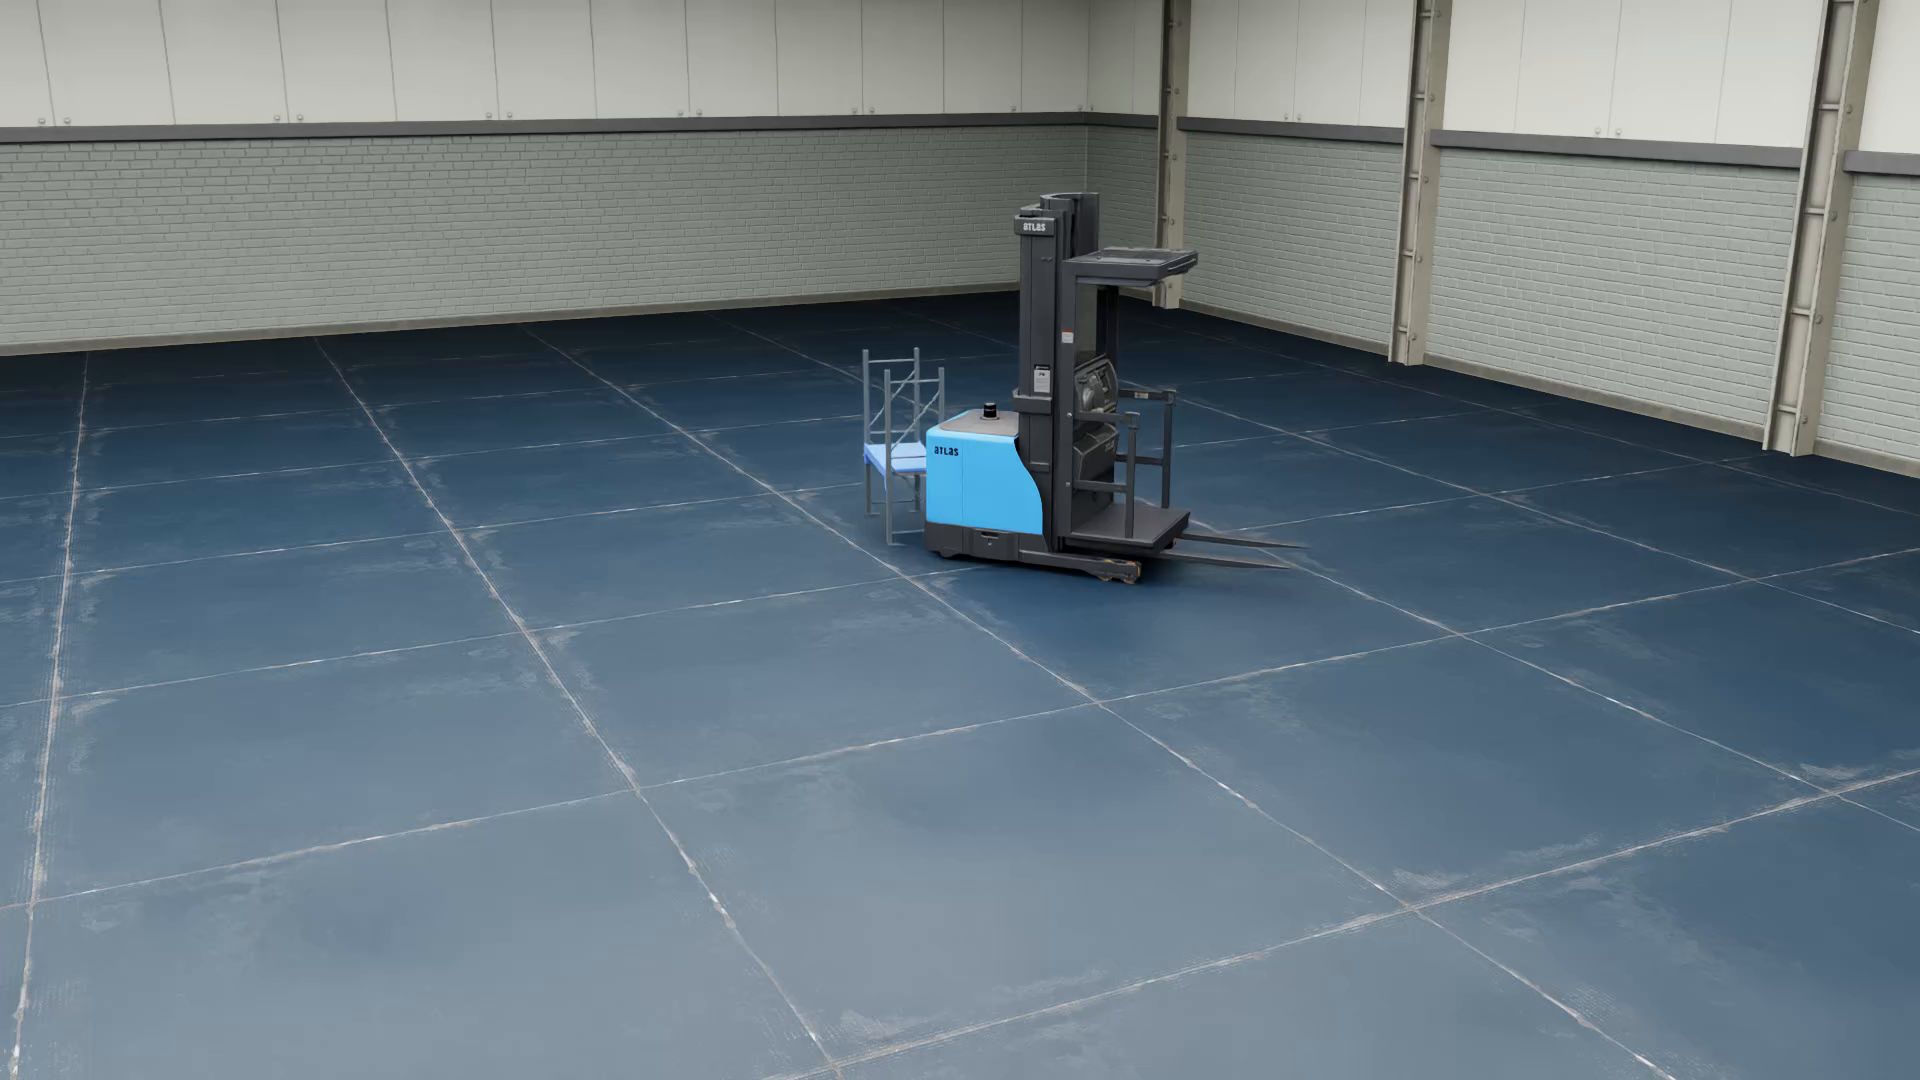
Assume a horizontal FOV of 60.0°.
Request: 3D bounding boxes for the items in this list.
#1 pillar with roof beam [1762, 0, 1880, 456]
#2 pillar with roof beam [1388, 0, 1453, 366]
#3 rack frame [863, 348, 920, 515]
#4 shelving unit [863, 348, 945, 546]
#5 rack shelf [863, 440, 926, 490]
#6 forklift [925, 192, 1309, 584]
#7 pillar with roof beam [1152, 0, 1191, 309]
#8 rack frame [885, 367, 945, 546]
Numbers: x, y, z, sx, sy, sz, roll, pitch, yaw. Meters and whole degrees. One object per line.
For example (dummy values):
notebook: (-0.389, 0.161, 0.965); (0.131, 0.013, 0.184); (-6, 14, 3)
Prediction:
pillar with roof beam: (4.847, -4.739, 14.452); (9.100, 9.000, 0.400); (-8, 18, -25)
pillar with roof beam: (2.218, -6.227, 19.636); (9.100, 9.000, 0.400); (-8, 18, -25)
rack frame: (-0.608, -0.967, 14.901); (0.500, 1.500, 0.032); (-4, 16, -13)
shelving unit: (-0.492, -0.830, 14.425); (0.538, 1.500, 1.048); (-4, 16, -13)
rack shelf: (-0.492, -0.657, 14.475); (0.538, 0.185, 1.000); (-4, 16, -13)
forklift: (1.273, -1.233, 13.234); (3.031, 2.935, 1.130); (7, 17, 22)
pillar with roof beam: (-0.411, -7.715, 24.821); (9.100, 9.000, 0.400); (-8, 18, -25)
rack frame: (-0.375, -0.694, 13.949); (0.500, 1.500, 0.032); (-4, 16, -13)
